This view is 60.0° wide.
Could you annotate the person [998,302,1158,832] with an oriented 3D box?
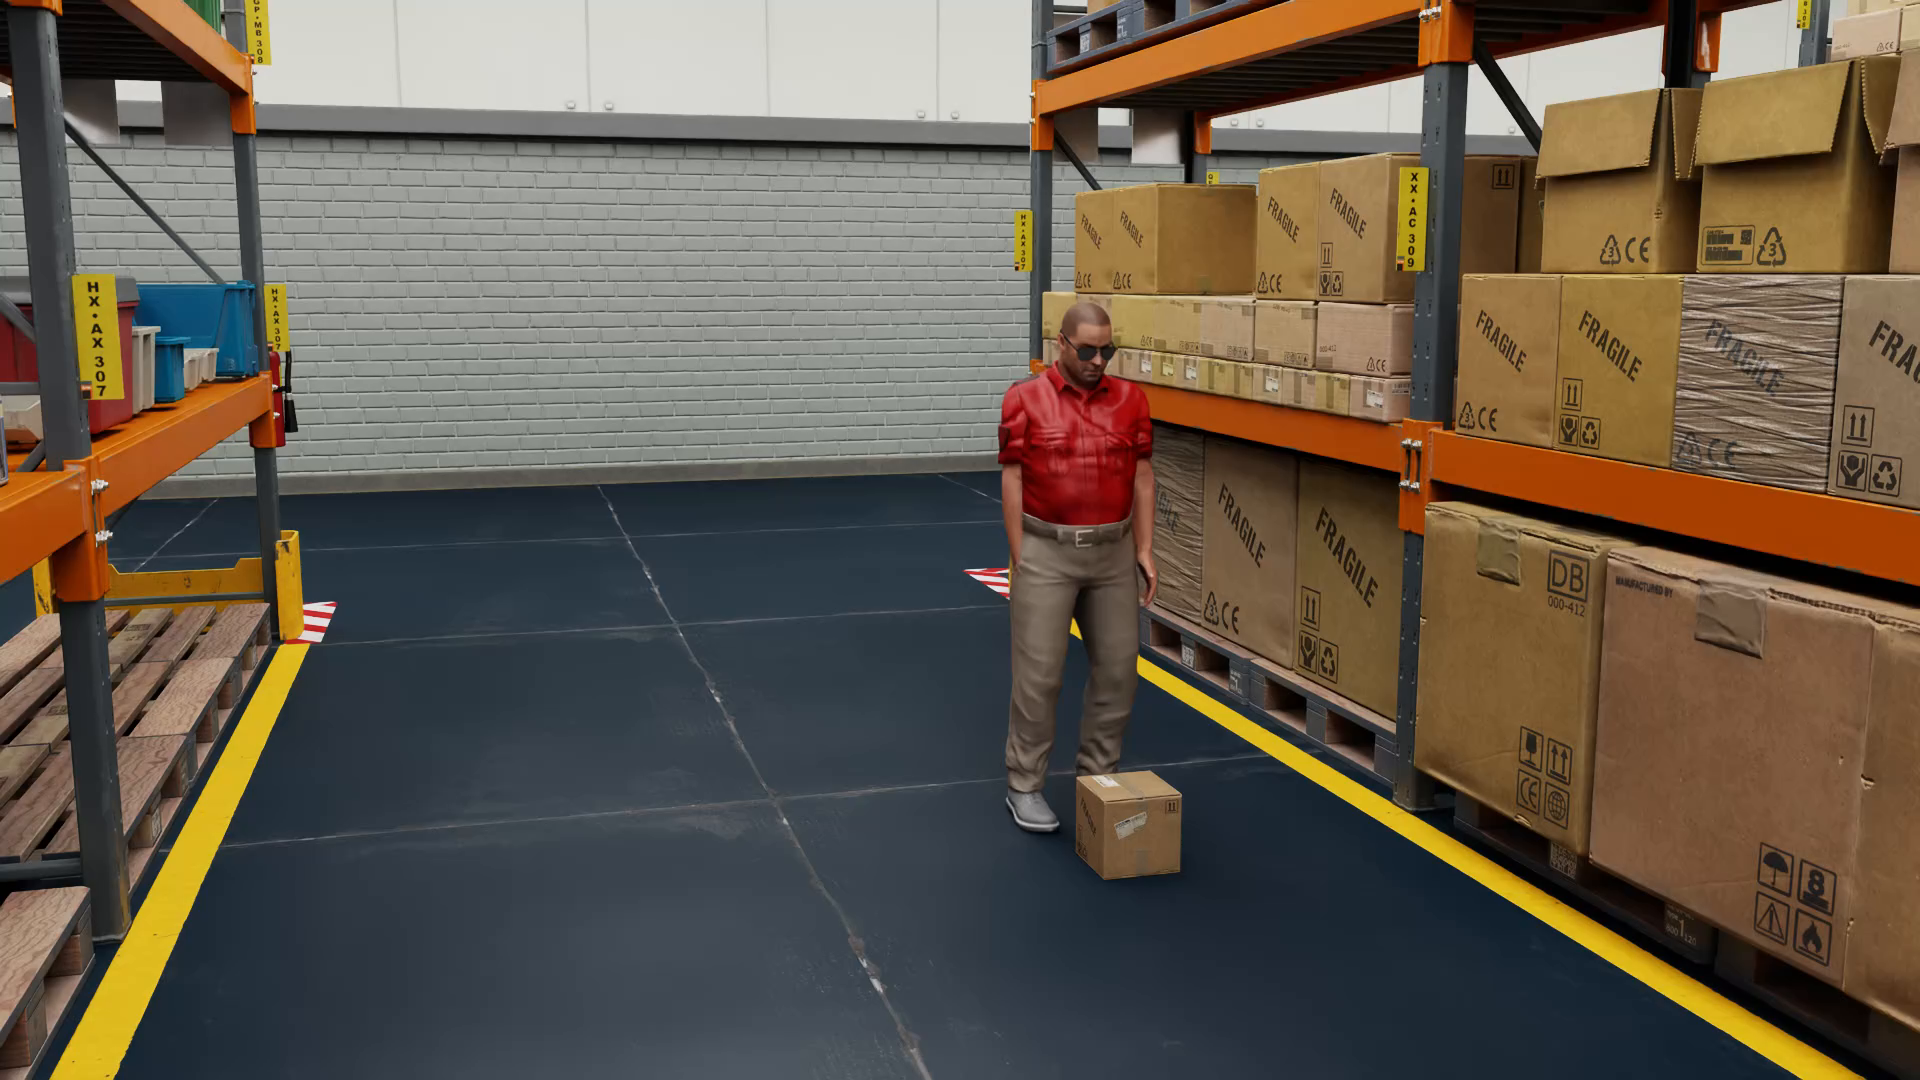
[{"bbox_3d":[0.397,0.081,5.482,0.534,1.717,0.358,-2,9,-15],"label":"person"}]
